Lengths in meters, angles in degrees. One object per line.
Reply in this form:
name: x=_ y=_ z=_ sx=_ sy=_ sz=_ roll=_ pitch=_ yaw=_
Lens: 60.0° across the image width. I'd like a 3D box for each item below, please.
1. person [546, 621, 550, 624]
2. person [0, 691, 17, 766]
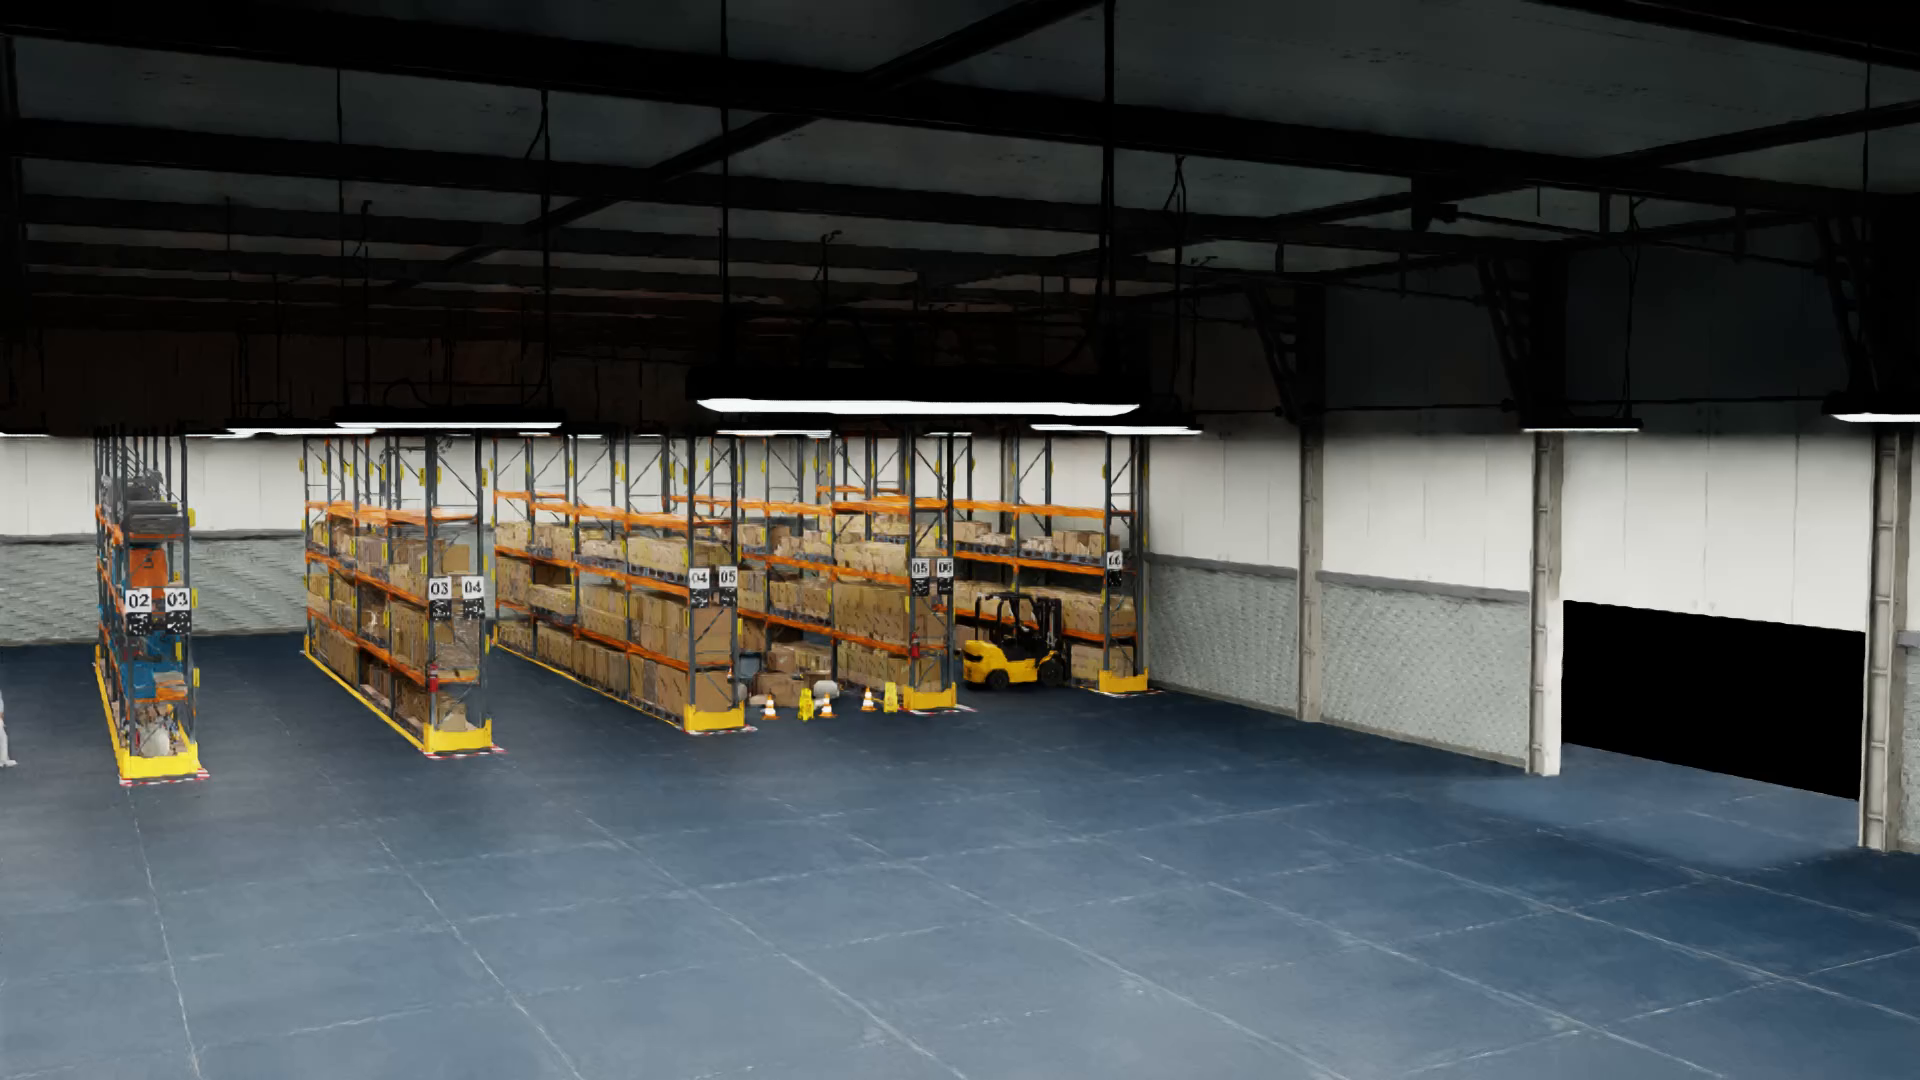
person: x=-12.615 y=1.901 z=50.964 sx=0.476 sy=1.483 sz=0.479 roll=1 pitch=4 yaw=11
person: x=-16.976 y=3.101 z=28.942 sx=0.889 sy=1.714 sz=0.737 roll=3 pitch=5 yaw=43
